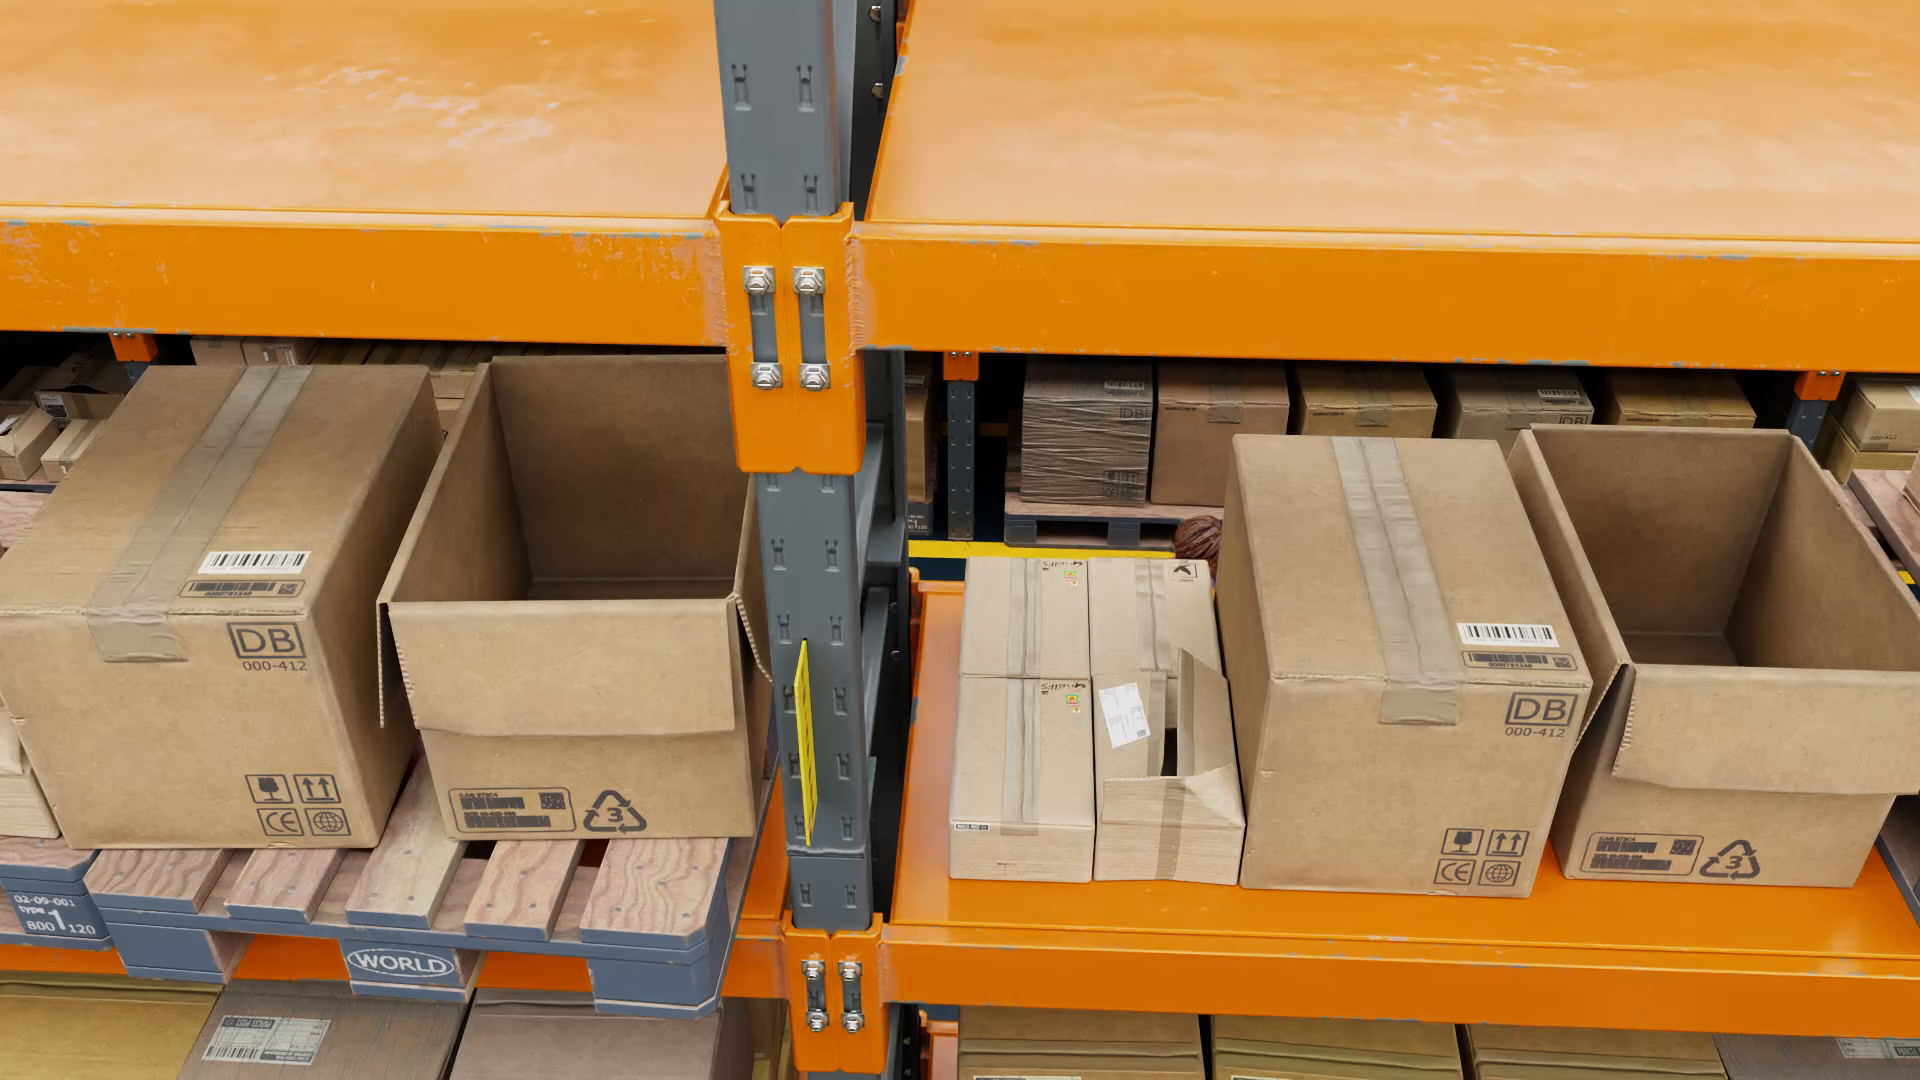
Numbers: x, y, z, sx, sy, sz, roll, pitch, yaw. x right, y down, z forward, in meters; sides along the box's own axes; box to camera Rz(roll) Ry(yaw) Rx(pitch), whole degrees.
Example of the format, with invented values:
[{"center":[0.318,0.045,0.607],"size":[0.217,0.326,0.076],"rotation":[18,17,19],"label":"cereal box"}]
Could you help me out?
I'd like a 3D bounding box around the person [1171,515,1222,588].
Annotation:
[{"center":[0.843,0.643,6.232],"size":[0.454,1.576,0.598],"rotation":[14,39,19],"label":"person"}]
